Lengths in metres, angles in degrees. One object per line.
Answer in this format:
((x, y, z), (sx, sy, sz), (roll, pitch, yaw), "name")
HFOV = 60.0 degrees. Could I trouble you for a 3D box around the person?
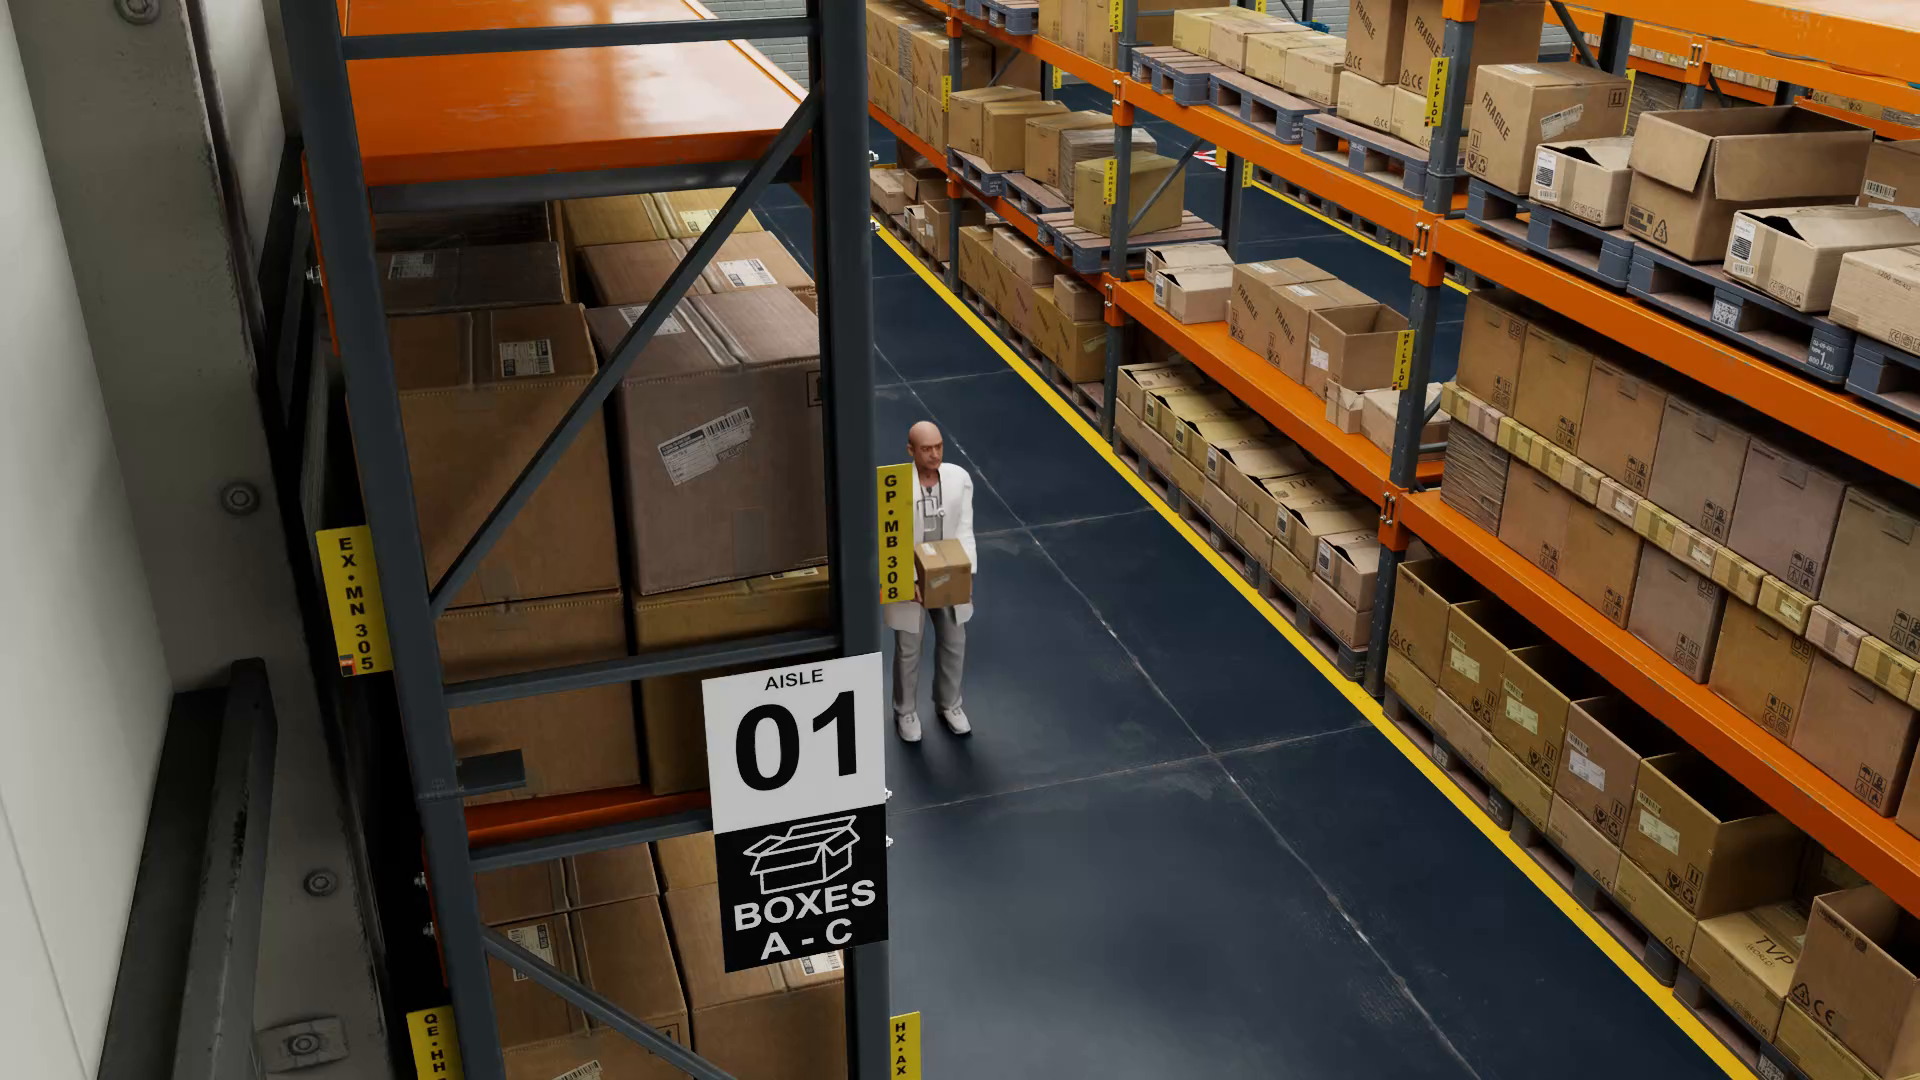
((-0.145, 0.254, 8.860), (0.529, 1.760, 0.552), (-8, 27, -15), "person")
